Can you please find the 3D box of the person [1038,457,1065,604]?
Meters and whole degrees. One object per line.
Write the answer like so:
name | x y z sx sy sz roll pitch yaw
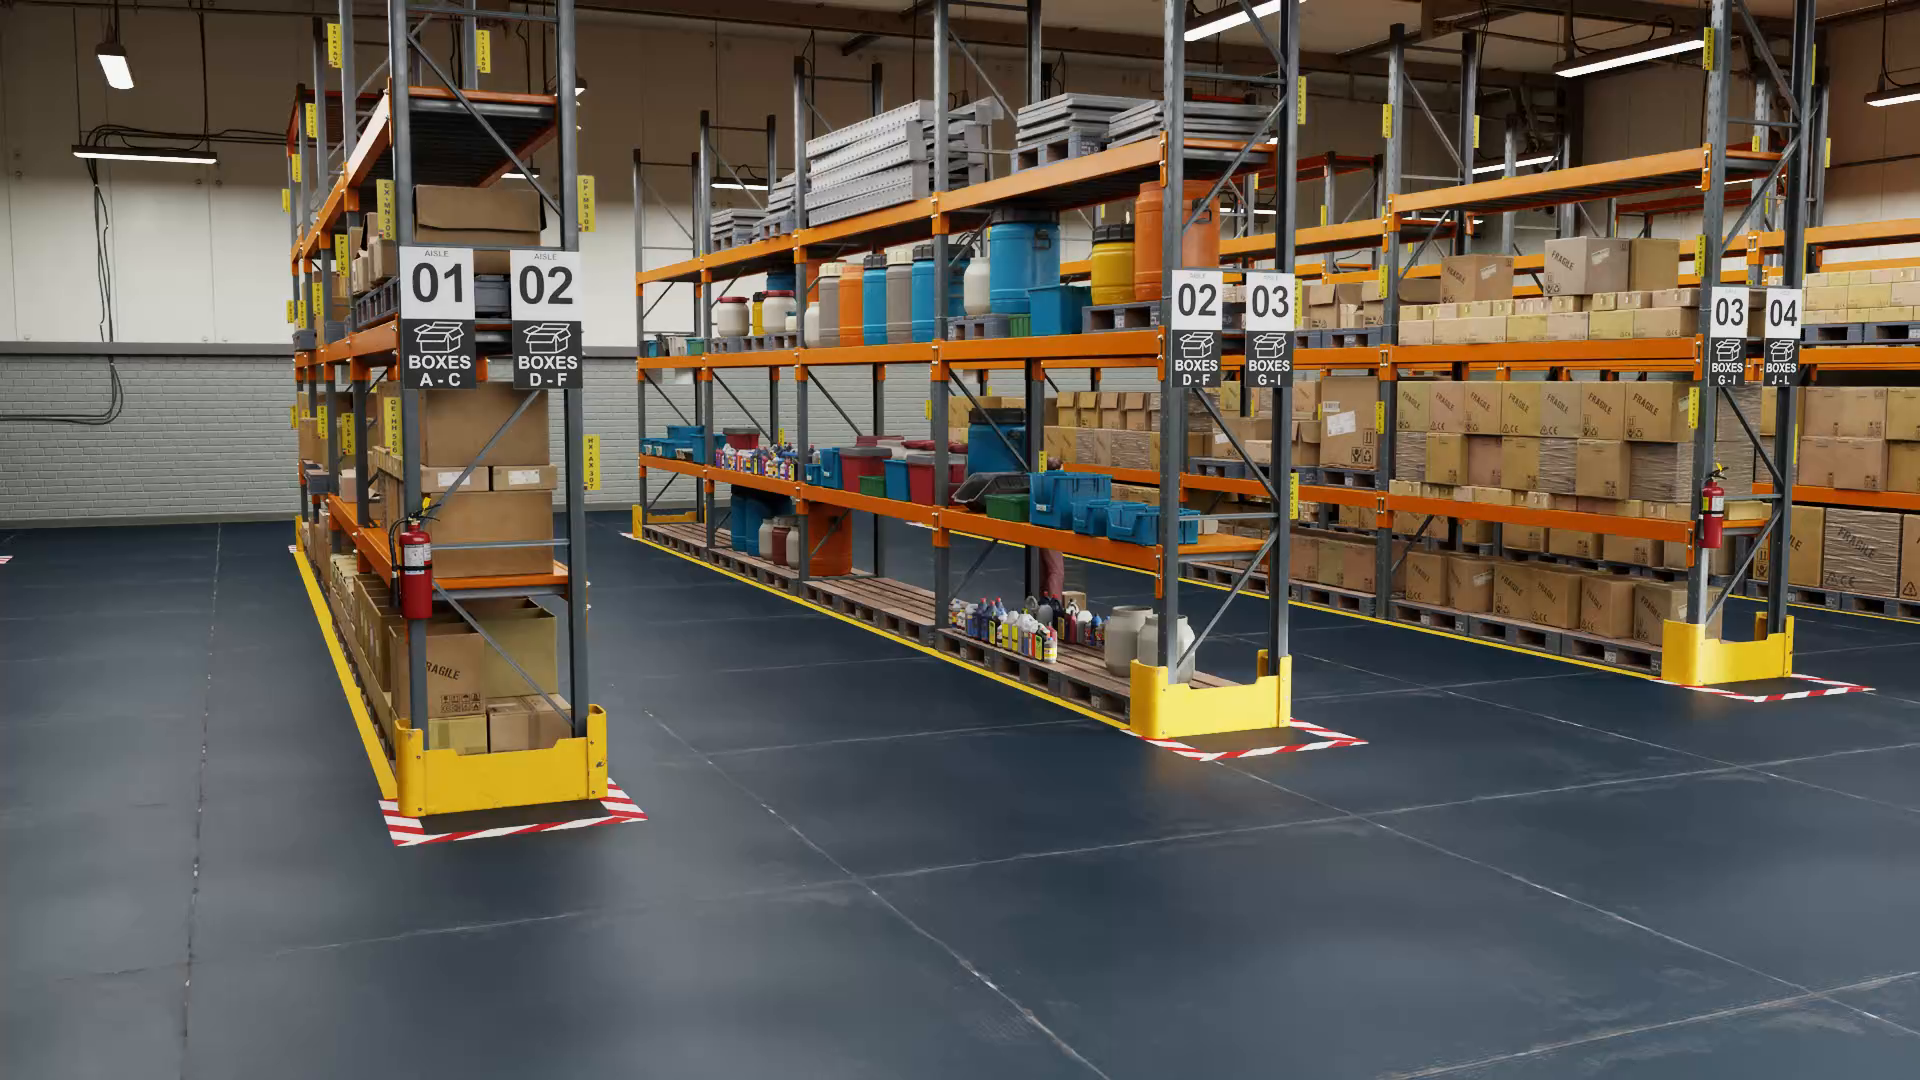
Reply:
person | 0.926 -0.021 17.190 0.360 1.672 0.498 -2 6 -23
